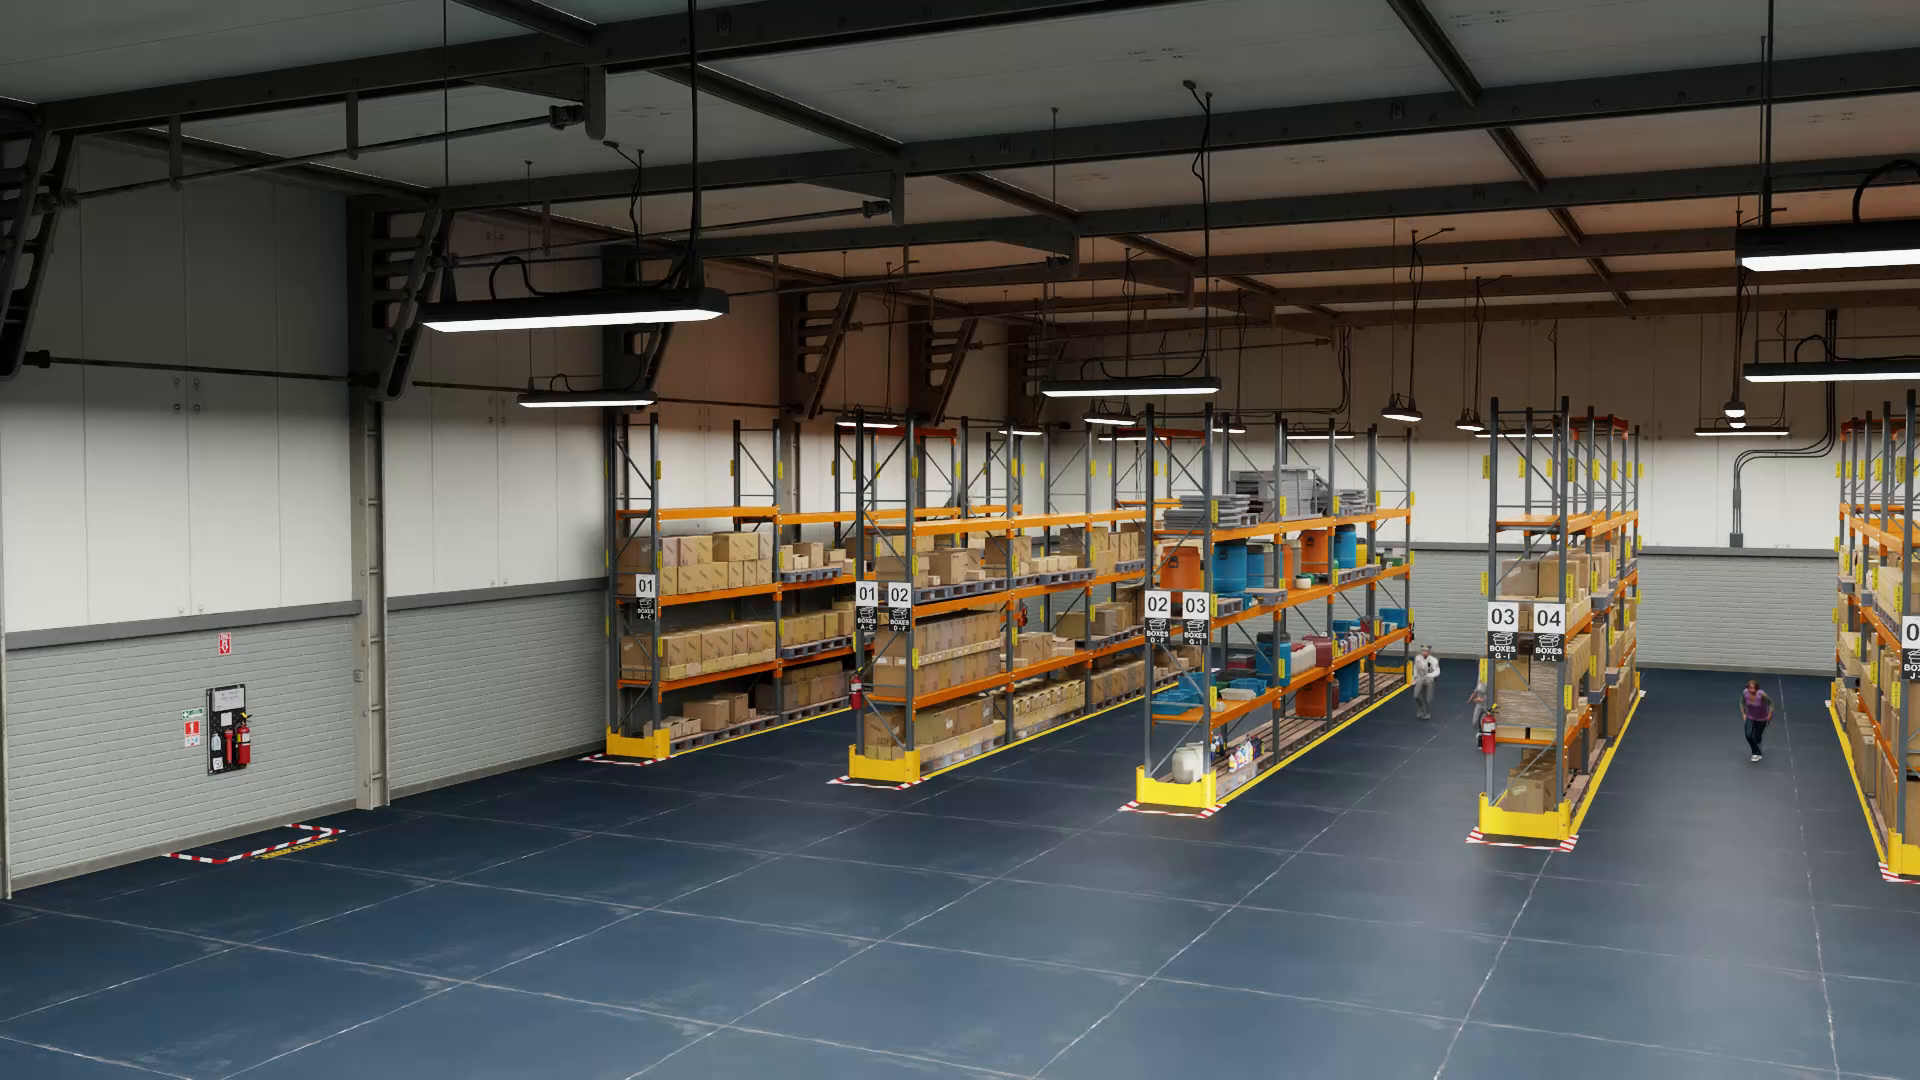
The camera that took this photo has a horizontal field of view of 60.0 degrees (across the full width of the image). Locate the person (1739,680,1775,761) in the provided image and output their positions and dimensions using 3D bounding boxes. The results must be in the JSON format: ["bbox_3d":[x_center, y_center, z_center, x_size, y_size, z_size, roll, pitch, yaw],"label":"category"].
[{"bbox_3d":[13.726,3.091,28.617,0.554,1.425,0.849,2,3,35],"label":"person"}]

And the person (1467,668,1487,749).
[{"bbox_3d":[9.458,3.006,29.983,0.581,1.526,0.643,-2,3,-38],"label":"person"}]

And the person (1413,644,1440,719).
[{"bbox_3d":[9.311,2.830,33.231,0.604,1.546,0.875,1,3,27],"label":"person"}]
